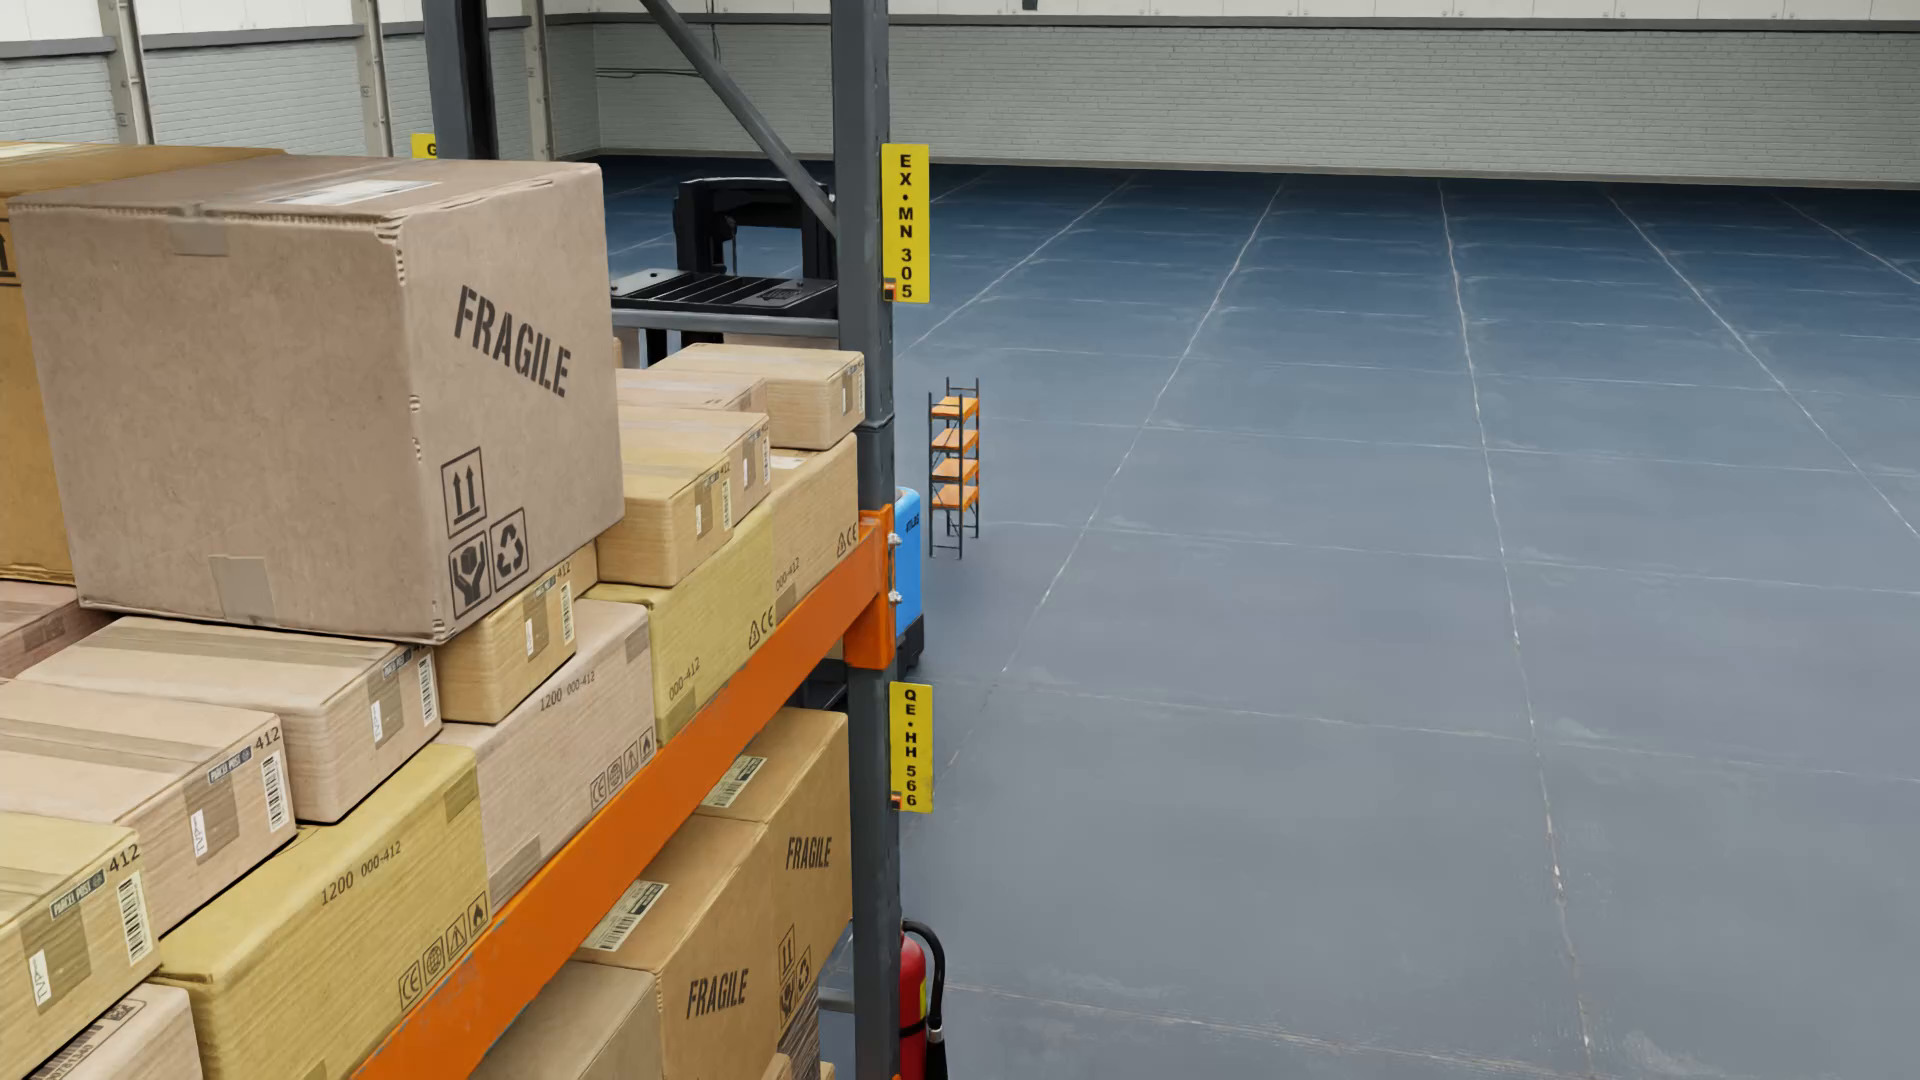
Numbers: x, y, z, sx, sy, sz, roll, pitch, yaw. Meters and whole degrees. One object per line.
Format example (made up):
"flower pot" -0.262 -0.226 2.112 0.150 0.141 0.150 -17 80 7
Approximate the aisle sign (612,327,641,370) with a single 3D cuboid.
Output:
"aisle sign" -0.921 -0.143 3.944 0.394 0.787 0.004 5 19 13

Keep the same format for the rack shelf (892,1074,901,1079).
"rack shelf" -1.134 2.097 2.519 1.077 0.370 4.000 5 19 13

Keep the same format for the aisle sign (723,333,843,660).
"aisle sign" -0.340 -0.096 3.806 0.394 0.787 0.004 5 19 13

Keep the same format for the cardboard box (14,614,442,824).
"cardboard box" -0.848 0.194 1.953 0.380 0.149 0.250 4 19 11

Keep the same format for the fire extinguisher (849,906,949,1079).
"fire extinguisher" -0.171 1.167 4.249 0.296 0.674 0.183 5 19 13

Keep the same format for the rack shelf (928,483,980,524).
"rack shelf" -0.040 -0.264 11.928 0.258 0.148 0.480 5 19 13

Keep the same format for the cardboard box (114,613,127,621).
"cardboard box" -1.288 0.066 2.328 0.380 0.149 0.250 4 19 11

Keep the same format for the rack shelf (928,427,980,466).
"rack shelf" -0.040 -0.664 11.791 0.258 0.148 0.480 5 19 13

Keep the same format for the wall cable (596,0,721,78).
"wall cable" -6.782 -11.488 36.702 3.097 2.526 0.112 5 19 13

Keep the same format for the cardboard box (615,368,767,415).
"cardboard box" -0.588 -0.223 3.174 0.380 0.149 0.250 4 19 12

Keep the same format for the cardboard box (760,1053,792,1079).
"cardboard box" -0.812 1.278 3.189 0.875 0.500 0.500 5 19 13

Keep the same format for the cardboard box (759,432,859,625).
"cardboard box" -0.517 -0.047 3.276 0.500 0.250 0.500 5 20 15

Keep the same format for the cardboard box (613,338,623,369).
"cardboard box" -0.937 -0.339 3.514 0.380 0.149 0.250 5 19 13

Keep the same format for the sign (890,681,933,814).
"sign" -0.112 0.483 3.853 0.100 0.325 0.005 5 19 13

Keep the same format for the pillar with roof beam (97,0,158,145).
"pillar with roof beam" -7.541 -8.037 21.796 9.100 9.000 0.400 5 19 13

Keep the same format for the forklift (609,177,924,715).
"forklift" -1.175 -0.277 8.463 1.130 2.935 3.031 6 20 18

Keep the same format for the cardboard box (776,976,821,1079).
"cardboard box" -0.807 1.112 3.676 0.875 0.500 0.500 5 19 13

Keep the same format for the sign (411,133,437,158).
"sign" -1.172 -0.746 3.737 0.100 0.325 0.005 5 19 13

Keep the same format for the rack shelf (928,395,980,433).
"rack shelf" -0.040 -0.888 11.715 0.258 0.148 0.480 5 19 13

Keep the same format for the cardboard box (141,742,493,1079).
"cardboard box" -0.888 0.428 1.887 0.500 0.250 0.500 4 19 12

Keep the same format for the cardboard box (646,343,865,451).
"cardboard box" -0.411 -0.295 3.386 0.380 0.149 0.250 5 19 13

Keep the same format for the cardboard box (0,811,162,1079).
"cardboard box" -0.963 0.357 1.475 0.380 0.149 0.250 4 19 12

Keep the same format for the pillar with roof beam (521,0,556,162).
"pillar with roof beam" -4.609 -11.798 32.807 9.100 9.000 0.400 5 19 13

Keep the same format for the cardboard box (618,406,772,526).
"cardboard box" -0.549 -0.129 2.898 0.380 0.149 0.250 4 19 11

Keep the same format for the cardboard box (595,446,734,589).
"cardboard box" -0.587 -0.048 2.662 0.380 0.149 0.250 5 19 14

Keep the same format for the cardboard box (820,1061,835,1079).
"cardboard box" -0.515 1.355 3.970 0.380 0.149 0.250 5 19 13

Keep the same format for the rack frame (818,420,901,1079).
"rack frame" -0.646 1.130 4.238 1.000 3.000 0.127 5 19 13

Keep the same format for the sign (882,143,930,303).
"sign" -0.112 -0.658 3.464 0.100 0.325 0.005 5 19 13

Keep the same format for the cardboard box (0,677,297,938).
"cardboard box" -0.933 0.274 1.719 0.380 0.149 0.250 5 20 15

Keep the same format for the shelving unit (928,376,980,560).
"shelving unit" -0.040 -0.516 11.842 0.258 1.200 0.503 5 19 13

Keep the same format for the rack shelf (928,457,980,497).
"rack shelf" -0.040 -0.452 11.863 0.258 0.148 0.480 5 19 13

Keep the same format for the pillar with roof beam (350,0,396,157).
"pillar with roof beam" -6.075 -9.918 27.302 9.100 9.000 0.400 5 19 13

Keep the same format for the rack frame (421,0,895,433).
"rack frame" -0.646 -1.709 3.269 1.000 3.000 0.127 5 19 13

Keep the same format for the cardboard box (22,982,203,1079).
"cardboard box" -1.009 0.593 1.401 0.500 0.250 0.500 4 19 11

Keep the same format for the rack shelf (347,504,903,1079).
"rack shelf" -1.134 0.678 2.034 1.077 0.370 4.000 5 19 13

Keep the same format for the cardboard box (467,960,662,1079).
"cardboard box" -0.782 0.974 2.532 0.500 0.500 0.500 5 19 13

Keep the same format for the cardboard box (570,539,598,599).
"cardboard box" -0.768 0.020 2.464 0.380 0.149 0.250 5 19 14

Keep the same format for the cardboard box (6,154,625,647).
"cardboard box" -0.779 -0.208 2.127 0.500 0.500 0.500 5 19 13

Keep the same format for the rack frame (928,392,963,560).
"rack frame" -0.100 -0.439 11.618 0.240 1.200 0.015 5 19 13

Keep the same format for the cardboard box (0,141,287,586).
"cardboard box" -1.270 -0.270 2.308 0.500 0.500 0.500 5 19 13

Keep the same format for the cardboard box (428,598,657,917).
"cardboard box" -0.770 0.269 2.349 0.500 0.250 0.500 5 20 15

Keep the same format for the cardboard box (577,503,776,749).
"cardboard box" -0.636 0.110 2.818 0.500 0.250 0.500 5 19 14

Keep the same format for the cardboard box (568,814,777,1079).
"cardboard box" -0.657 0.818 2.990 0.500 0.500 0.500 5 19 13

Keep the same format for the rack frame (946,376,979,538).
"rack frame" 0.019 -0.592 12.066 0.240 1.200 0.015 5 19 13

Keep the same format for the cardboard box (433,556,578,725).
"cardboard box" -0.736 0.112 2.194 0.380 0.149 0.250 4 19 11

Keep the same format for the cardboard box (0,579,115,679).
"cardboard box" -1.304 0.148 2.089 0.380 0.149 0.250 4 19 13

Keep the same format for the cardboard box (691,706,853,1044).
"cardboard box" -0.540 0.661 3.451 0.500 0.500 0.500 5 19 13

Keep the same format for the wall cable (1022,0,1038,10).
"wall cable" 2.420 -13.812 33.441 2.305 6.003 0.169 5 19 13
